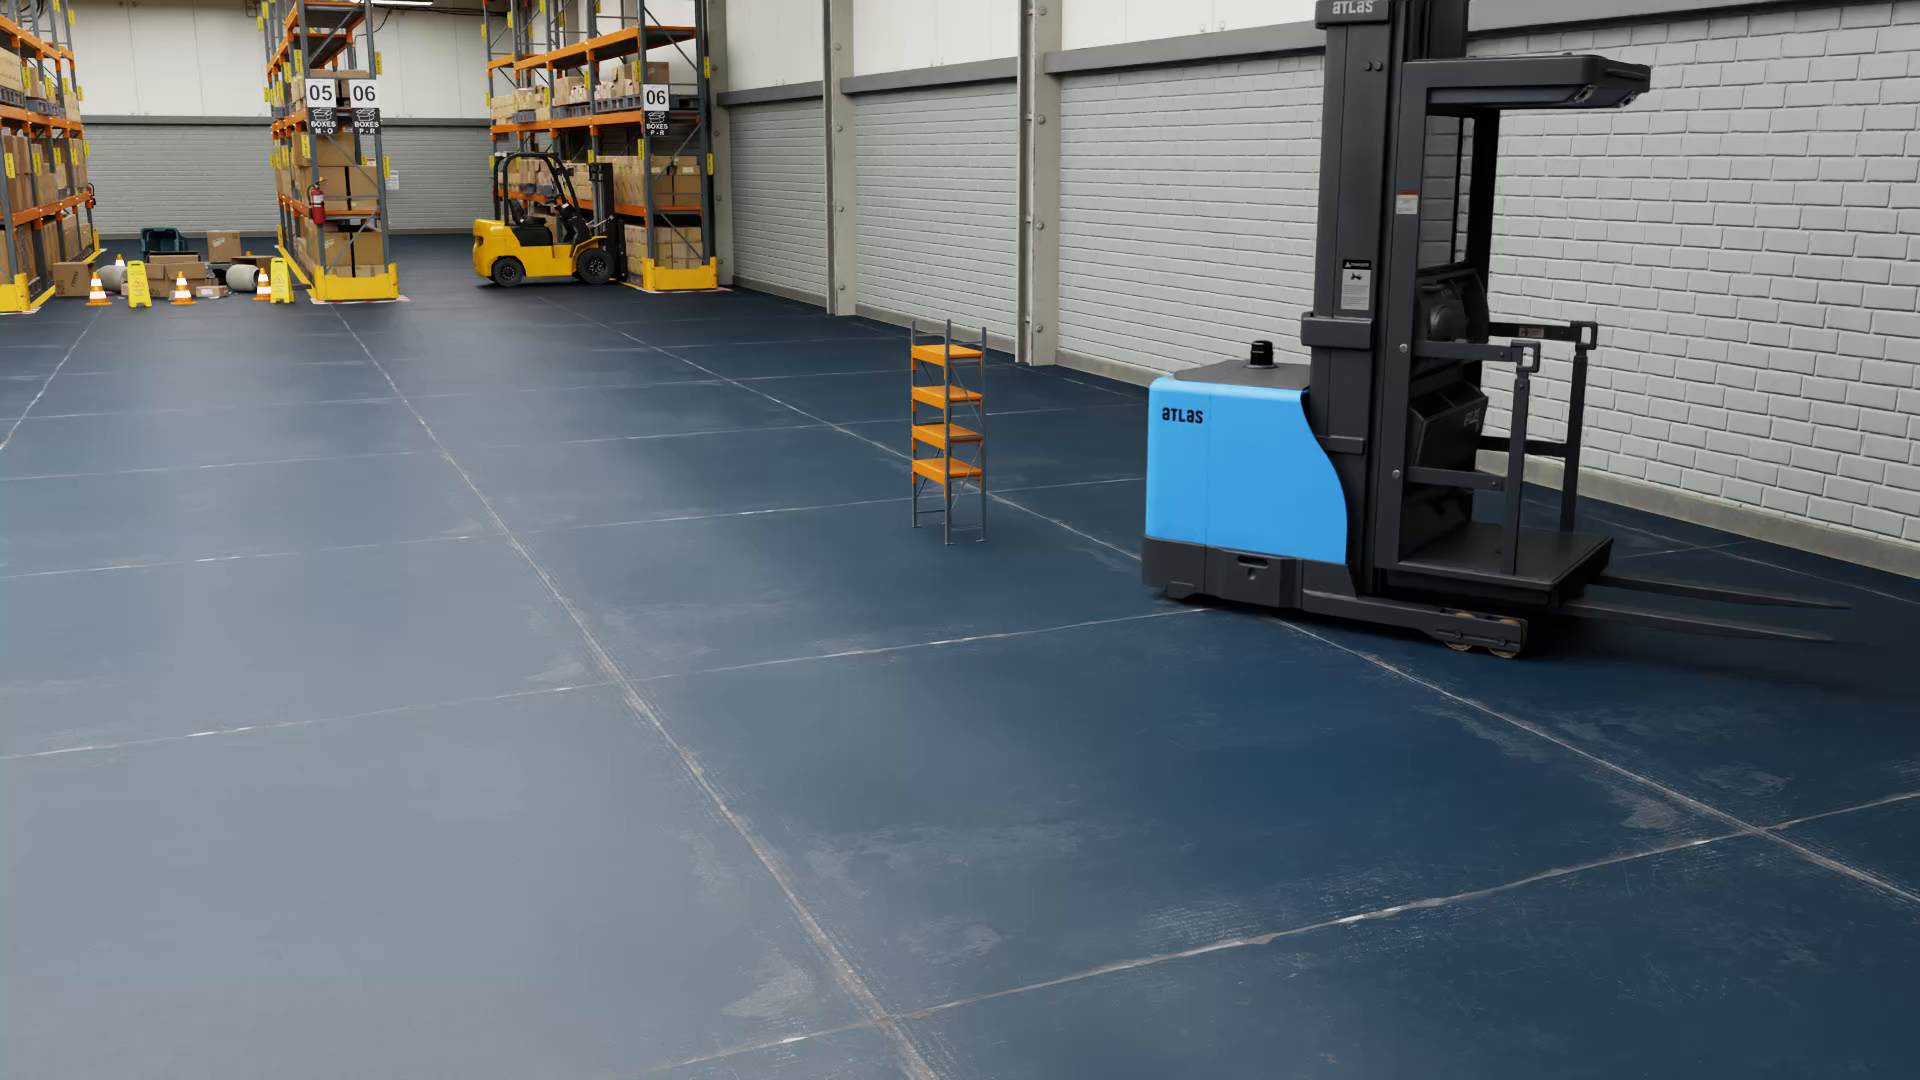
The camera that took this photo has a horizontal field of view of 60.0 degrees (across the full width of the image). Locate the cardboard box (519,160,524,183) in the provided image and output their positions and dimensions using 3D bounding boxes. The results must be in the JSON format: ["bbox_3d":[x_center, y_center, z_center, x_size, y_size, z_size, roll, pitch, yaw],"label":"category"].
[{"bbox_3d":[-9.374,-8.175,36.886,0.700,0.500,0.500,-5,14,-22],"label":"cardboard box"}]

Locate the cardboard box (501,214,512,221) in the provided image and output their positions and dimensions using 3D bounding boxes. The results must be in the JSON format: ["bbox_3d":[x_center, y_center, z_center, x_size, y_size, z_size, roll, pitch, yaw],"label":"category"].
[{"bbox_3d":[-10.807,-7.722,40.686,0.797,0.503,0.637,-6,14,-25],"label":"cardboard box"}]

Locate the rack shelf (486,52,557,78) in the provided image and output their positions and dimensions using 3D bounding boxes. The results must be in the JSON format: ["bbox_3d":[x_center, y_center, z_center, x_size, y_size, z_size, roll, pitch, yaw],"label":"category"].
[{"bbox_3d":[-10.164,-11.026,38.655,1.077,0.370,4.000,-6,14,-23],"label":"rack shelf"}]

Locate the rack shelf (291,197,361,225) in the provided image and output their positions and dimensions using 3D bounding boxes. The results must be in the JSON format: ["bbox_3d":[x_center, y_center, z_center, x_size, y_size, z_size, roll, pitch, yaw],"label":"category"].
[{"bbox_3d":[-11.506,-6.003,30.249,1.077,0.370,4.000,-6,14,-23],"label":"rack shelf"}]

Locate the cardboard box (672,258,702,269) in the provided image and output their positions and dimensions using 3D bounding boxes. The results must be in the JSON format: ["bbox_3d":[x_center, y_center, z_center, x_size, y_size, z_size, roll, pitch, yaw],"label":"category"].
[{"bbox_3d":[-4.573,-4.547,27.530,0.500,0.250,0.500,-6,14,-23],"label":"cardboard box"}]

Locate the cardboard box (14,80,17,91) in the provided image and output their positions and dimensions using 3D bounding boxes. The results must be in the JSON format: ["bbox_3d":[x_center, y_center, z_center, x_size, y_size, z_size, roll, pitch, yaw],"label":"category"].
[{"bbox_3d":[-14.354,-6.808,24.885,0.380,0.149,0.250,-5,14,-22],"label":"cardboard box"}]

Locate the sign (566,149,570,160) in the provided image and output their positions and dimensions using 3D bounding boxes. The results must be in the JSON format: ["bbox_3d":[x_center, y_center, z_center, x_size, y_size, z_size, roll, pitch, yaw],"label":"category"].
[{"bbox_3d":[-8.855,-8.657,37.553,0.100,0.325,0.005,-6,14,-23],"label":"sign"}]

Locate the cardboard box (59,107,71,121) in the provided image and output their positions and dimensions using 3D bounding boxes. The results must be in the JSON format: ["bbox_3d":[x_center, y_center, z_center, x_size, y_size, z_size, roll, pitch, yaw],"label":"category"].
[{"bbox_3d":[-18.348,-8.633,33.697,0.500,0.250,0.500,-5,14,-20],"label":"cardboard box"}]

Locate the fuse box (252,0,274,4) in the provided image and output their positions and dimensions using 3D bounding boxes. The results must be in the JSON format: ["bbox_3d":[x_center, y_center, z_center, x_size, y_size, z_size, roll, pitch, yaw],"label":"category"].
[{"bbox_3d":[-18.013,-14.035,42.959,0.513,0.334,0.176,-6,14,-23],"label":"fuse box"}]

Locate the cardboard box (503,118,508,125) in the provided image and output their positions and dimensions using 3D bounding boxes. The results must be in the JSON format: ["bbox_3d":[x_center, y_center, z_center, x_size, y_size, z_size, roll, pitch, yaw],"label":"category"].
[{"bbox_3d":[-10.421,-9.744,38.723,0.380,0.149,0.250,-5,14,-22],"label":"cardboard box"}]

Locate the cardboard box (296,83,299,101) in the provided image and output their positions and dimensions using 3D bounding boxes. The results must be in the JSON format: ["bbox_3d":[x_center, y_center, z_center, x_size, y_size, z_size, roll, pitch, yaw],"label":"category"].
[{"bbox_3d":[-10.171,-7.043,26.169,0.500,0.250,0.500,-5,14,-22],"label":"cardboard box"}]

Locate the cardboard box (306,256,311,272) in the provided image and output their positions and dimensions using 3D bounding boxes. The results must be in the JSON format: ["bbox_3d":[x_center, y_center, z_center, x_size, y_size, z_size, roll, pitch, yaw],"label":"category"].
[{"bbox_3d":[-10.716,-4.659,28.013,0.500,0.250,0.500,-6,14,-26],"label":"cardboard box"}]

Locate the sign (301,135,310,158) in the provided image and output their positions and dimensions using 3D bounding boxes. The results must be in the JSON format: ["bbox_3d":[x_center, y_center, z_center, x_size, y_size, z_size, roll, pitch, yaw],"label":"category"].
[{"bbox_3d":[-9.619,-5.786,24.447,0.100,0.325,0.005,-6,14,-23],"label":"sign"}]

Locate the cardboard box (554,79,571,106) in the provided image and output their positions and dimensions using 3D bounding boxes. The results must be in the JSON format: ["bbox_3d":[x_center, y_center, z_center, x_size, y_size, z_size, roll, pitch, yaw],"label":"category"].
[{"bbox_3d":[-7.693,-8.807,32.744,0.500,0.500,0.500,-5,14,-22],"label":"cardboard box"}]

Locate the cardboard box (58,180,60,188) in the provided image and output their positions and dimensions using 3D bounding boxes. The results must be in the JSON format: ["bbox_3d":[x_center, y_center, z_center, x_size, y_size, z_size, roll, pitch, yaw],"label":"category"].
[{"bbox_3d":[-17.329,-6.765,31.573,0.380,0.149,0.250,-5,14,-22],"label":"cardboard box"}]

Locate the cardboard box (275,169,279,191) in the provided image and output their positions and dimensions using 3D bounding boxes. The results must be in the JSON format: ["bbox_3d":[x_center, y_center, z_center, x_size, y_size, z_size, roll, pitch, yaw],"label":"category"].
[{"bbox_3d":[-15.582,-8.343,38.543,0.500,0.500,0.500,-6,14,-23],"label":"cardboard box"}]

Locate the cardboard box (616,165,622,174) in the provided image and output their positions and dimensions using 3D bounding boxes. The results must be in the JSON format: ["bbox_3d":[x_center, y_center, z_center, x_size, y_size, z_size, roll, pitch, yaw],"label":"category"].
[{"bbox_3d":[-5.670,-6.343,28.463,0.380,0.149,0.250,-6,14,-24],"label":"cardboard box"}]

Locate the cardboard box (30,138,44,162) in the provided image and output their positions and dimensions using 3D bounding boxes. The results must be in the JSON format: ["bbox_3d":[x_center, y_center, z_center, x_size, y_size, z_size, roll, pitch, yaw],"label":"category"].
[{"bbox_3d":[-18.840,-7.878,33.658,0.500,0.500,0.500,-6,14,-25],"label":"cardboard box"}]

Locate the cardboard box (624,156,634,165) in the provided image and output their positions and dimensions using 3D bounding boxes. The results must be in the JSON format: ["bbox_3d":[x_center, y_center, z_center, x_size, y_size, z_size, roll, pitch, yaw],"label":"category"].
[{"bbox_3d":[-5.387,-6.329,27.743,0.380,0.149,0.250,-5,14,-22],"label":"cardboard box"}]

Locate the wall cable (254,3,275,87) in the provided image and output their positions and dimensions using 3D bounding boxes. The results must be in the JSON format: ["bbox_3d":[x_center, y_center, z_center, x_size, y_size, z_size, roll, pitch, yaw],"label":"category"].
[{"bbox_3d":[-18.048,-12.492,43.386,0.463,3.000,0.029,-6,14,-23],"label":"wall cable"}]

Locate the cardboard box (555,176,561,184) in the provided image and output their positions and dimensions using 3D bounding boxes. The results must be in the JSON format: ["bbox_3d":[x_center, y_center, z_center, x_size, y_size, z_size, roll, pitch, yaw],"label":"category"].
[{"bbox_3d":[-7.829,-7.270,33.353,0.500,0.250,0.500,-6,14,-23],"label":"cardboard box"}]

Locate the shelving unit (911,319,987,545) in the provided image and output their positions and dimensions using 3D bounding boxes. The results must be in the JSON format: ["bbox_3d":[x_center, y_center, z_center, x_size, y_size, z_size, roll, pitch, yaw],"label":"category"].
[{"bbox_3d":[-0.066,-0.619,9.382,0.258,1.200,0.503,-6,14,-23],"label":"shelving unit"}]

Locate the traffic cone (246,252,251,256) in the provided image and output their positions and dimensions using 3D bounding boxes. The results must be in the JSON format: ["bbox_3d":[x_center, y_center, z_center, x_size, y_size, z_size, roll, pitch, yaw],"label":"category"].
[{"bbox_3d":[-12.484,-4.834,29.229,0.336,0.463,0.334,-6,14,-23],"label":"traffic cone"}]

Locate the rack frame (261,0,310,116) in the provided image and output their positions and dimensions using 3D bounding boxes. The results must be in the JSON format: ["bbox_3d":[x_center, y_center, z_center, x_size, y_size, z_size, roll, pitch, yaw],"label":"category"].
[{"bbox_3d":[-15.511,-11.342,38.418,1.000,3.000,0.127,-6,14,-23],"label":"rack frame"}]

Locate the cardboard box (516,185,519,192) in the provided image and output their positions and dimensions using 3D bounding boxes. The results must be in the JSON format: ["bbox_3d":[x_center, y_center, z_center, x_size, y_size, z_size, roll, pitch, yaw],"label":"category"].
[{"bbox_3d":[-9.972,-8.066,38.125,0.380,0.149,0.250,-5,14,-22],"label":"cardboard box"}]

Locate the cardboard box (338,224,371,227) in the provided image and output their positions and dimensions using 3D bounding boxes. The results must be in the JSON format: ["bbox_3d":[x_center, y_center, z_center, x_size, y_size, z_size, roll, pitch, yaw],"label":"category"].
[{"bbox_3d":[-10.222,-5.072,28.137,0.500,0.500,0.500,-6,14,-24],"label":"cardboard box"}]

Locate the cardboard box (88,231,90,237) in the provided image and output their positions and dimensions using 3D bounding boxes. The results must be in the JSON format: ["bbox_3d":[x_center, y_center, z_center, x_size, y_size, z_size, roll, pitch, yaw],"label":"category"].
[{"bbox_3d":[-19.324,-6.721,36.490,0.380,0.149,0.250,-6,14,-25],"label":"cardboard box"}]

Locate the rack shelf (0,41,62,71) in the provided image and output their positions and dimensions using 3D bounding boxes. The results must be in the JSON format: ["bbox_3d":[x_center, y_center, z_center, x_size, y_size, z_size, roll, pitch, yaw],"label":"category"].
[{"bbox_3d":[-17.603,-9.089,31.166,1.077,0.370,4.000,-6,14,-23],"label":"rack shelf"}]

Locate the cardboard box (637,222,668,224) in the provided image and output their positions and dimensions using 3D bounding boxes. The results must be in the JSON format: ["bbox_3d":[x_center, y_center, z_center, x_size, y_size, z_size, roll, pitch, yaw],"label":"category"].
[{"bbox_3d":[-5.377,-5.448,29.206,0.500,0.250,0.500,-6,14,-23],"label":"cardboard box"}]

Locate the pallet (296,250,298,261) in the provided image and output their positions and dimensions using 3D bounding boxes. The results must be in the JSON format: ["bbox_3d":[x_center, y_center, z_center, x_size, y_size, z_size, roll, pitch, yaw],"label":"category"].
[{"bbox_3d":[-13.038,-5.829,34.088,1.003,0.211,1.213,-6,14,-23],"label":"pallet"}]

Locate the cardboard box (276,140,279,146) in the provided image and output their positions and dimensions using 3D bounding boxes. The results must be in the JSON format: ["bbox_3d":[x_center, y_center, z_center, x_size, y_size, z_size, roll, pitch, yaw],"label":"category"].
[{"bbox_3d":[-15.040,-8.849,37.072,0.380,0.149,0.250,-6,14,-24],"label":"cardboard box"}]

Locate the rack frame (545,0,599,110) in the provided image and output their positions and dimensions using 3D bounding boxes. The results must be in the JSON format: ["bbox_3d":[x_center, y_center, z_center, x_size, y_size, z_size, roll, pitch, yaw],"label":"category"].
[{"bbox_3d":[-7.760,-10.138,33.217,1.000,3.000,0.127,-6,14,-23],"label":"rack frame"}]

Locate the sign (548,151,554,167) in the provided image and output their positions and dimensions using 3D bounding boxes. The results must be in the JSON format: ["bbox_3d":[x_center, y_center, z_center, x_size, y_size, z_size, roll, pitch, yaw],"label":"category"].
[{"bbox_3d":[-8.254,-7.690,33.552,0.100,0.325,0.005,-6,14,-23],"label":"sign"}]

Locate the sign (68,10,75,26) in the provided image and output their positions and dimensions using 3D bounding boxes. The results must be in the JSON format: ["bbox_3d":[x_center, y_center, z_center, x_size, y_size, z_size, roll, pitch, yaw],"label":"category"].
[{"bbox_3d":[-19.490,-11.452,36.471,0.100,0.325,0.005,-6,14,-23],"label":"sign"}]

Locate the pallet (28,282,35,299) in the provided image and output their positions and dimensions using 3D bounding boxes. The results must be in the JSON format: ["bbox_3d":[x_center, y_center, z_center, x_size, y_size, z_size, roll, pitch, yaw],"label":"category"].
[{"bbox_3d":[-14.474,-3.697,24.875,1.003,0.211,1.213,-6,14,-23],"label":"pallet"}]

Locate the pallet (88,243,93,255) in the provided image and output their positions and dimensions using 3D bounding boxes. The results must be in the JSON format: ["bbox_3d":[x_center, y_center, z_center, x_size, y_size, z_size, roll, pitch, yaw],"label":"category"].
[{"bbox_3d":[-19.683,-6.406,36.580,1.003,0.211,1.213,-6,14,-23],"label":"pallet"}]

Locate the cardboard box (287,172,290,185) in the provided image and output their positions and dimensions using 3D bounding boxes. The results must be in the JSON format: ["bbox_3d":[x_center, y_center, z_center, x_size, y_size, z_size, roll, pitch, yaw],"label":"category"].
[{"bbox_3d":[-12.942,-7.120,32.703,0.500,0.250,0.500,-6,14,-24],"label":"cardboard box"}]

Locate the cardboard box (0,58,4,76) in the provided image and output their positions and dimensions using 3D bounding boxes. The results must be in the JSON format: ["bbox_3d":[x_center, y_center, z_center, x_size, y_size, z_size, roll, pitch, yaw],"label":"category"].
[{"bbox_3d":[-13.760,-6.660,23.360,0.500,0.250,0.500,-6,14,-24],"label":"cardboard box"}]

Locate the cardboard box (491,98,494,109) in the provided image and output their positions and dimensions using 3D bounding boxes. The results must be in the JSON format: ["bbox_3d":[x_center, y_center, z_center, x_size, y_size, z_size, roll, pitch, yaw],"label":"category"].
[{"bbox_3d":[-11.017,-10.531,40.130,0.500,0.250,0.500,-6,14,-24],"label":"cardboard box"}]

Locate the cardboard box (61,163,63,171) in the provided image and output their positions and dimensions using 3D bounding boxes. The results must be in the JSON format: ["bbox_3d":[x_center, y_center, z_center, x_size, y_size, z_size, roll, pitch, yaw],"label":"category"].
[{"bbox_3d":[-17.854,-7.323,32.663,0.380,0.149,0.250,-6,14,-25],"label":"cardboard box"}]

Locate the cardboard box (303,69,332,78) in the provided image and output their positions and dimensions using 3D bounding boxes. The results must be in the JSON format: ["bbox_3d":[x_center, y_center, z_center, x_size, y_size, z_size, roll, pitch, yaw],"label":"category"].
[{"bbox_3d":[-9.508,-6.884,24.599,0.380,0.149,0.250,-5,14,-22],"label":"cardboard box"}]

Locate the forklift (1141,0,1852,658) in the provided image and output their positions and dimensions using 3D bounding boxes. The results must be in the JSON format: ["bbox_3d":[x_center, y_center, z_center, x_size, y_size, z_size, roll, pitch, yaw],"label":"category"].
[{"bbox_3d":[2.402,-1.056,7.432,3.031,2.935,1.130,8,15,32],"label":"forklift"}]

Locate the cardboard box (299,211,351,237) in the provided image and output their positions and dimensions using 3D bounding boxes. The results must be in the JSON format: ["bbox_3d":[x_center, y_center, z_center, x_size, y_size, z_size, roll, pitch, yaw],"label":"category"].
[{"bbox_3d":[-12.507,-6.086,32.794,0.875,0.875,0.875,-6,14,-23],"label":"cardboard box"}]

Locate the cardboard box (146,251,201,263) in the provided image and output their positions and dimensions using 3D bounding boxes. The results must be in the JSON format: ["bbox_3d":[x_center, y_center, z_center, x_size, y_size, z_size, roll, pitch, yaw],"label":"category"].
[{"bbox_3d":[-12.508,-4.290,26.489,0.797,0.637,0.503,-6,14,-23],"label":"cardboard box"}]

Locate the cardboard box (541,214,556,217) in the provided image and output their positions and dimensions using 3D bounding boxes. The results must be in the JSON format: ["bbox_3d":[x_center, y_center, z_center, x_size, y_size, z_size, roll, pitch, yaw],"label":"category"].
[{"bbox_3d":[-8.882,-6.982,36.060,0.380,0.149,0.250,-5,14,-21],"label":"cardboard box"}]

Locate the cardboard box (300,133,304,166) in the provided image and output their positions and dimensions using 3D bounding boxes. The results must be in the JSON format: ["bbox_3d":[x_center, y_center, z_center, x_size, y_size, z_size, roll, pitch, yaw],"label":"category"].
[{"bbox_3d":[-9.703,-5.985,25.480,0.700,0.500,0.500,-5,14,-22],"label":"cardboard box"}]

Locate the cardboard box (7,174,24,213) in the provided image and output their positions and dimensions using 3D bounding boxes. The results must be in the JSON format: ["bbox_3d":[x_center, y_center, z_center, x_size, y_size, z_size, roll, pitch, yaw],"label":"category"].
[{"bbox_3d":[-14.137,-5.030,24.118,0.875,0.550,0.550,-6,14,-23],"label":"cardboard box"}]

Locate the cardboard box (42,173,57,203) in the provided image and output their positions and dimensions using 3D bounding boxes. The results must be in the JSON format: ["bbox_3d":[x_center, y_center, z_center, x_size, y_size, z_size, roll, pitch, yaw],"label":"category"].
[{"bbox_3d":[-16.177,-6.175,29.177,0.500,0.500,0.500,-6,14,-23],"label":"cardboard box"}]

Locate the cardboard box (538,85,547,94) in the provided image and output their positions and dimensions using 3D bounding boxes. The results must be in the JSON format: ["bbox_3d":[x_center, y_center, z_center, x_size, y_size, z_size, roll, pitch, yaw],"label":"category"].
[{"bbox_3d":[-9.041,-9.872,36.546,0.396,0.266,0.258,-6,14,-23],"label":"cardboard box"}]
